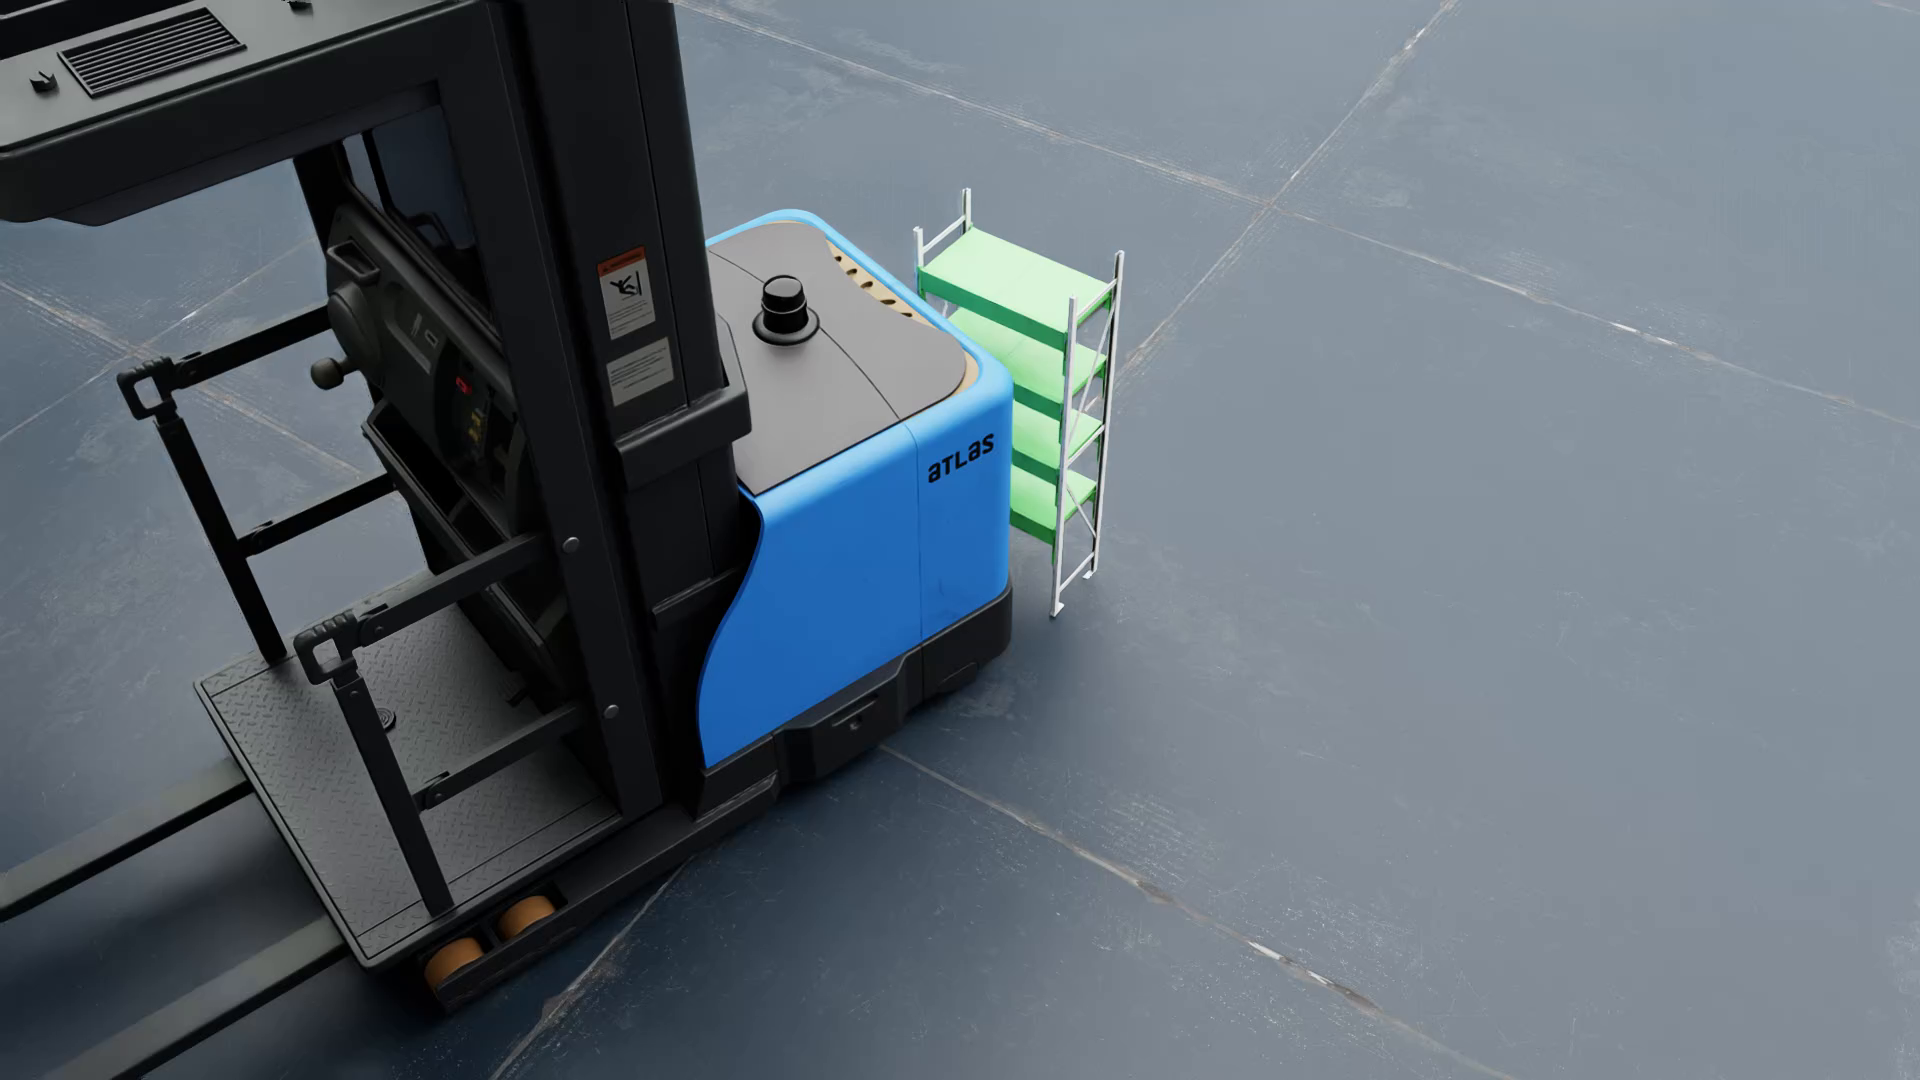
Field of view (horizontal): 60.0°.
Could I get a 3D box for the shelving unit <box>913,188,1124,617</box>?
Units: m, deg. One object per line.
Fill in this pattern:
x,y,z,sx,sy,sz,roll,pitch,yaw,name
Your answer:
0.151,-0.361,4.765,0.503,1.200,0.258,27,52,24,shelving unit

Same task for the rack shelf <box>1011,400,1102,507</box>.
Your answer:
0.151,-0.317,4.810,0.480,0.148,0.258,27,52,24,rack shelf

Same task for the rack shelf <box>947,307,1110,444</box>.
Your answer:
0.151,-0.484,4.638,0.480,0.148,0.258,27,52,24,rack shelf

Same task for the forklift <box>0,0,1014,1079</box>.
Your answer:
-1.320,-0.305,3.503,3.031,2.935,1.130,-29,53,-26,forklift

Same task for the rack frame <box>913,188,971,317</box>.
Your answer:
-0.047,-0.464,4.864,0.015,1.200,0.240,27,52,24,rack frame

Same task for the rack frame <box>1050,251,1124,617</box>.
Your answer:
0.349,-0.259,4.665,0.015,1.200,0.240,27,52,24,rack frame

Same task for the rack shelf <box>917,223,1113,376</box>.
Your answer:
0.151,-0.651,4.466,0.480,0.148,0.258,27,52,24,rack shelf

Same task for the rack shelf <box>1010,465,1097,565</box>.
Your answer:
0.151,-0.150,4.983,0.480,0.148,0.258,27,52,24,rack shelf
